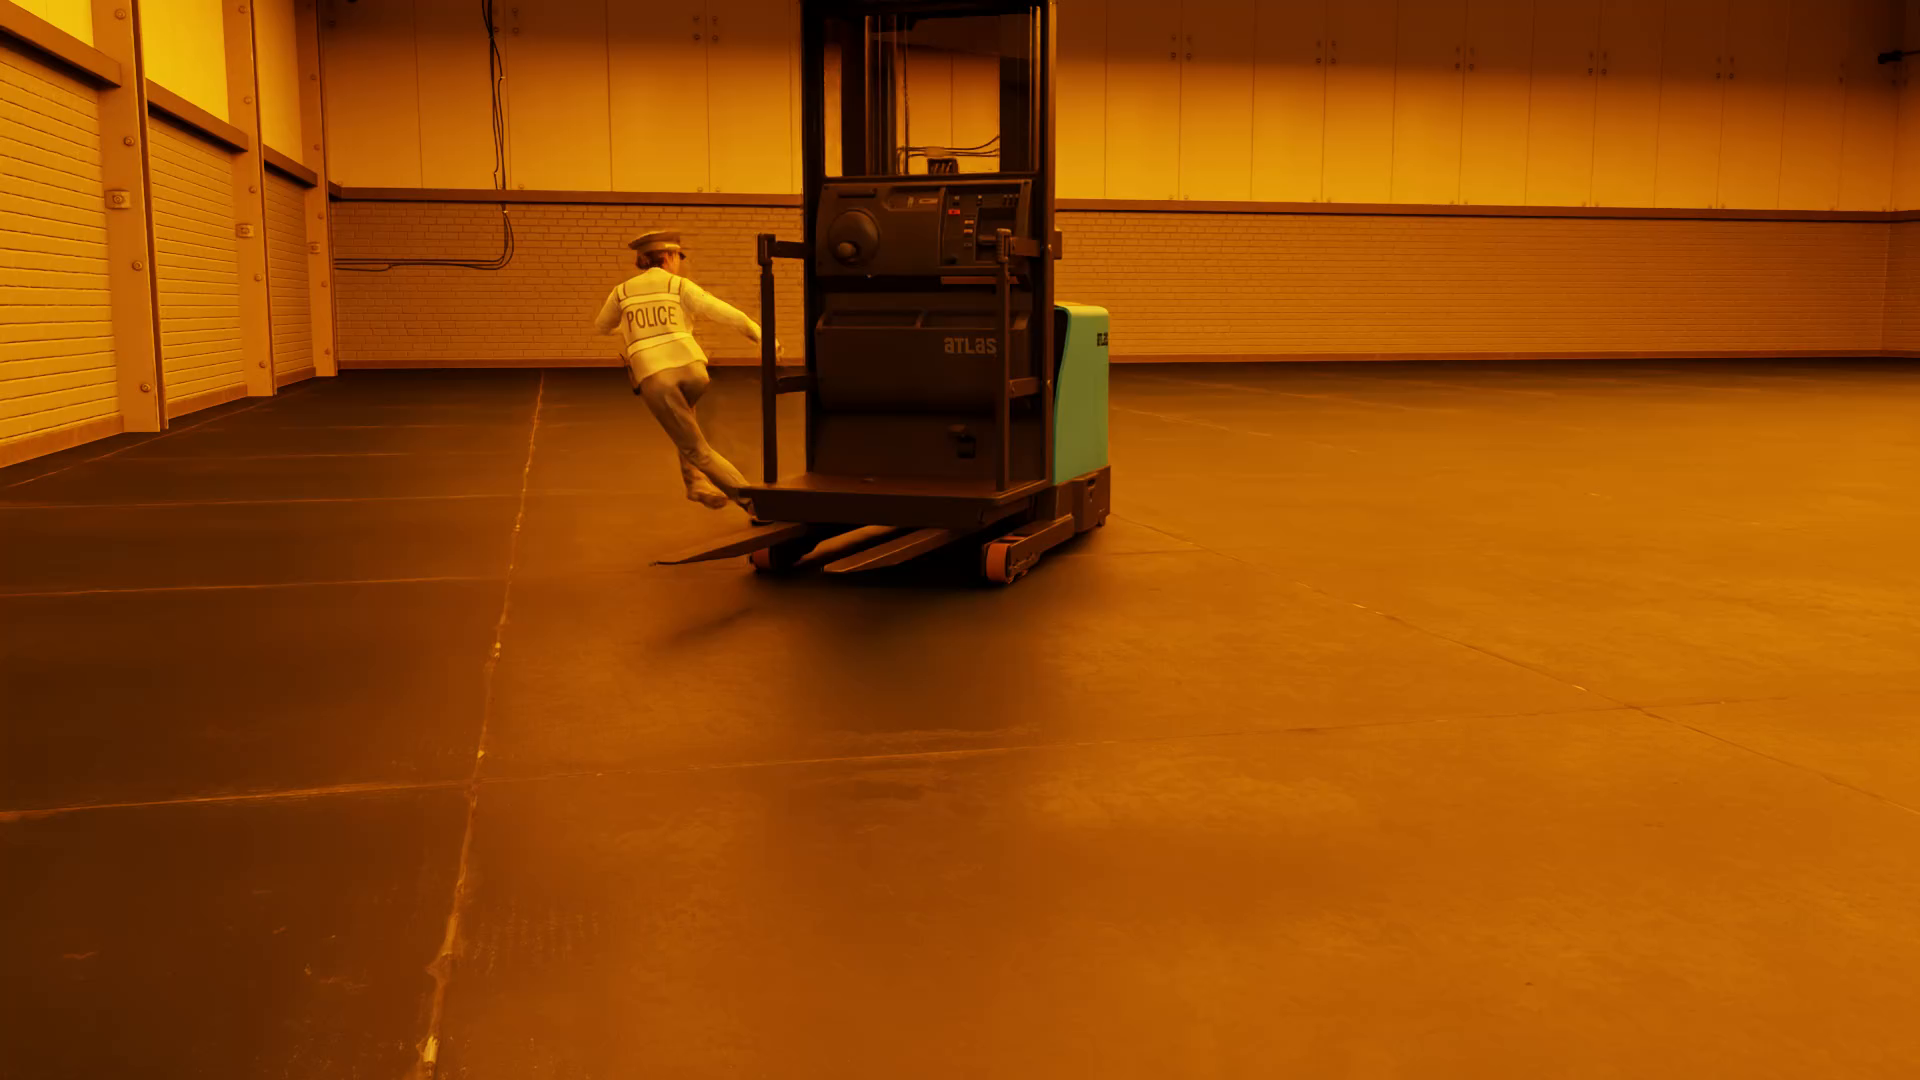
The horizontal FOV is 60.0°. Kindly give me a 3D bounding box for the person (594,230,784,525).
[{"bbox_3d":[-1.332,-0.801,8.220,0.915,1.435,0.834,-2,8,-12],"label":"person"}]

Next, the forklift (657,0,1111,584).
[{"bbox_3d":[-0.221,-1.341,6.718,1.130,2.935,3.031,3,8,18],"label":"forklift"}]
